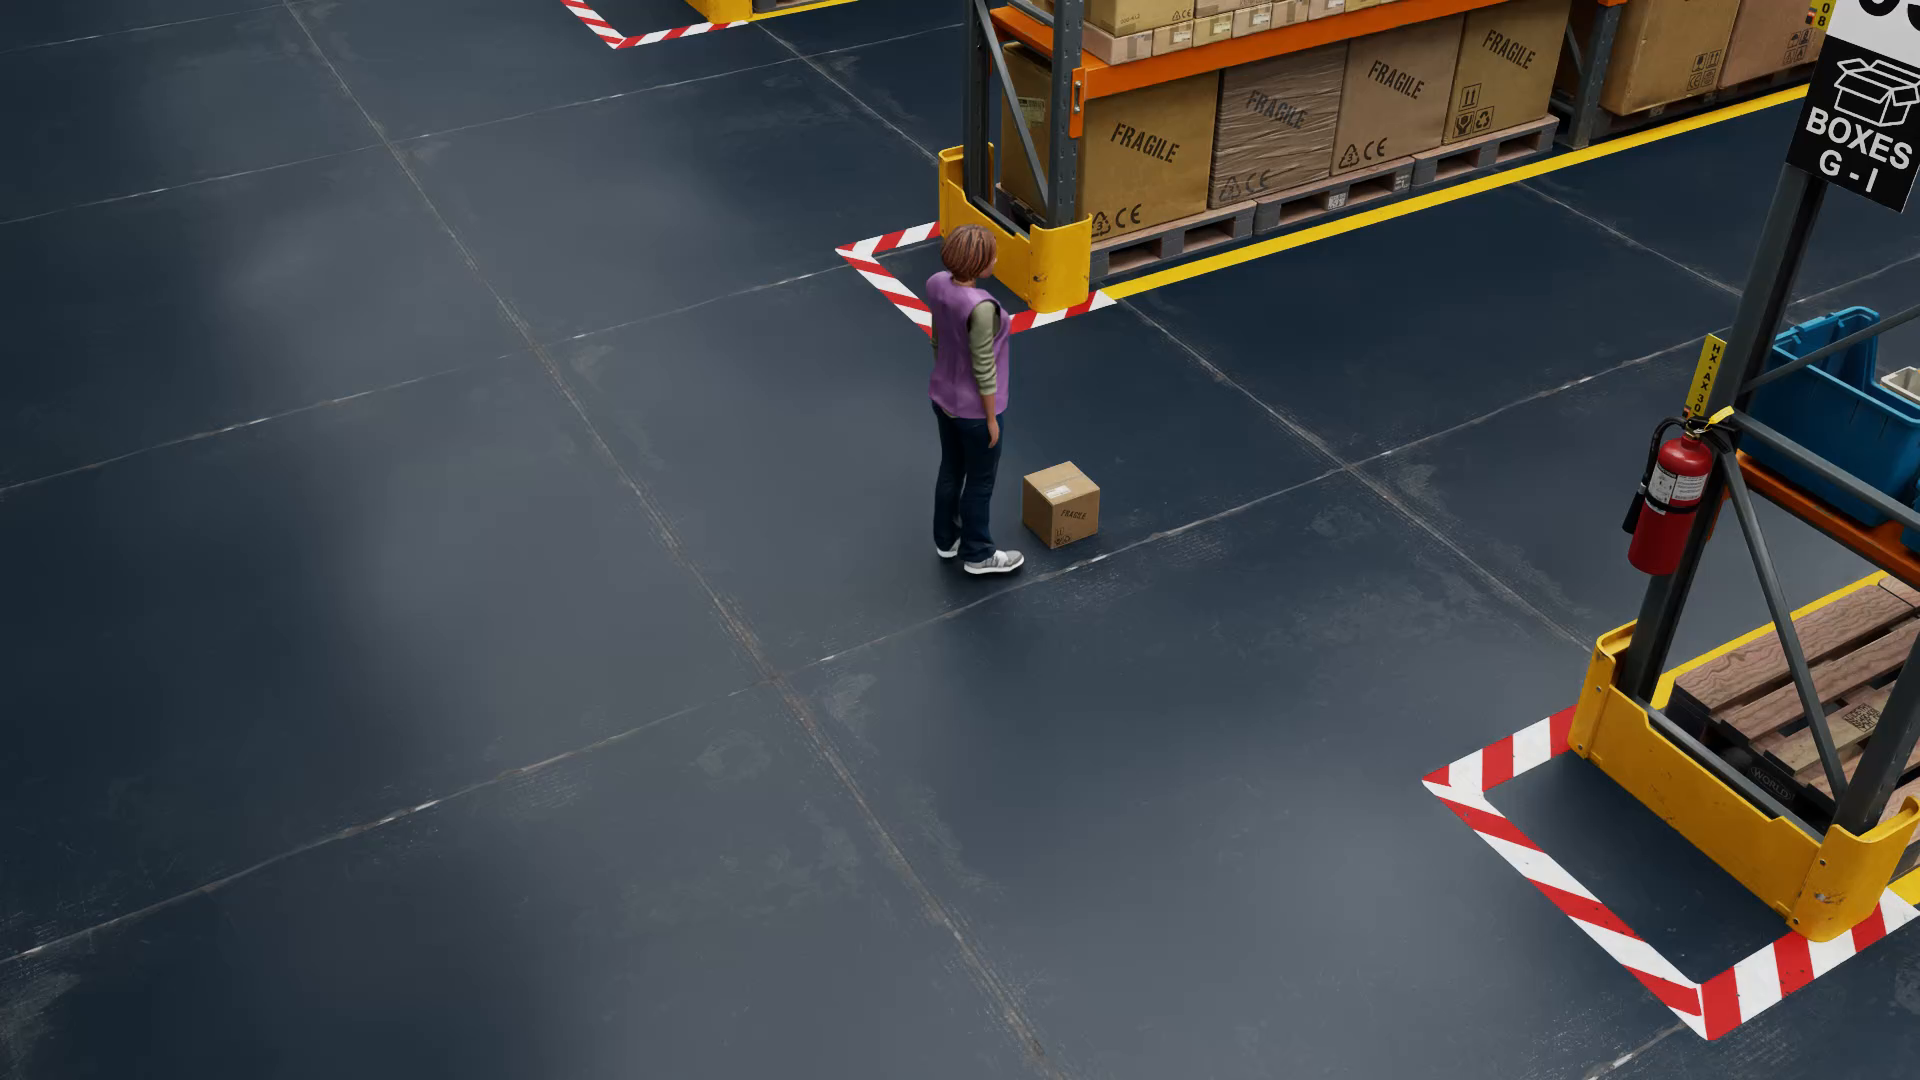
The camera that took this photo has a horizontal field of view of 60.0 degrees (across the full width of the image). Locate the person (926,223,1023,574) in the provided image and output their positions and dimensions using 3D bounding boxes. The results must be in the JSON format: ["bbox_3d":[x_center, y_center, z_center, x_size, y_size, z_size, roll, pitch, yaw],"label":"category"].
[{"bbox_3d":[0.039,-0.567,6.874,0.323,1.593,0.435,-24,43,-28],"label":"person"}]
